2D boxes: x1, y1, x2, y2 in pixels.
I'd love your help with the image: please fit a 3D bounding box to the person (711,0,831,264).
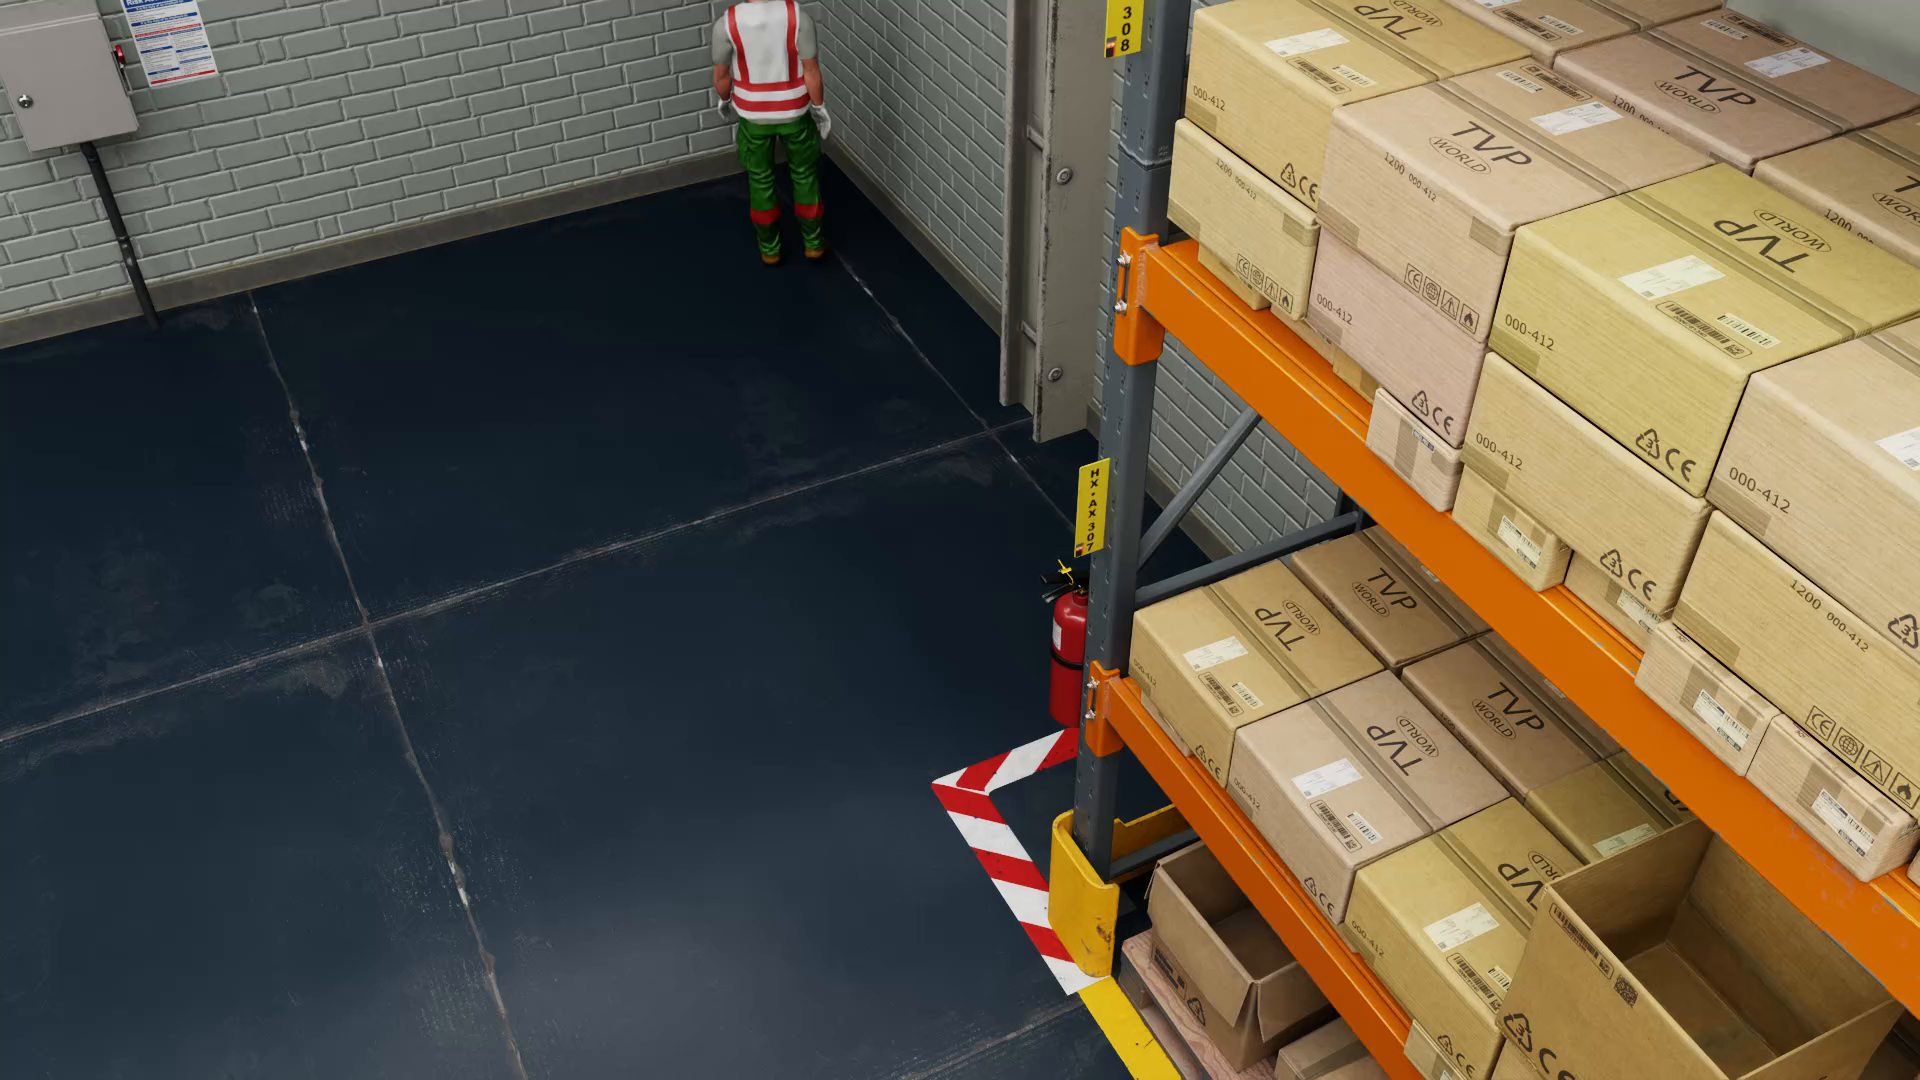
[{"bbox_3d":[-0.978,-2.255,8.722,0.587,1.827,0.435,-5,41,-5],"label":"person"}]
